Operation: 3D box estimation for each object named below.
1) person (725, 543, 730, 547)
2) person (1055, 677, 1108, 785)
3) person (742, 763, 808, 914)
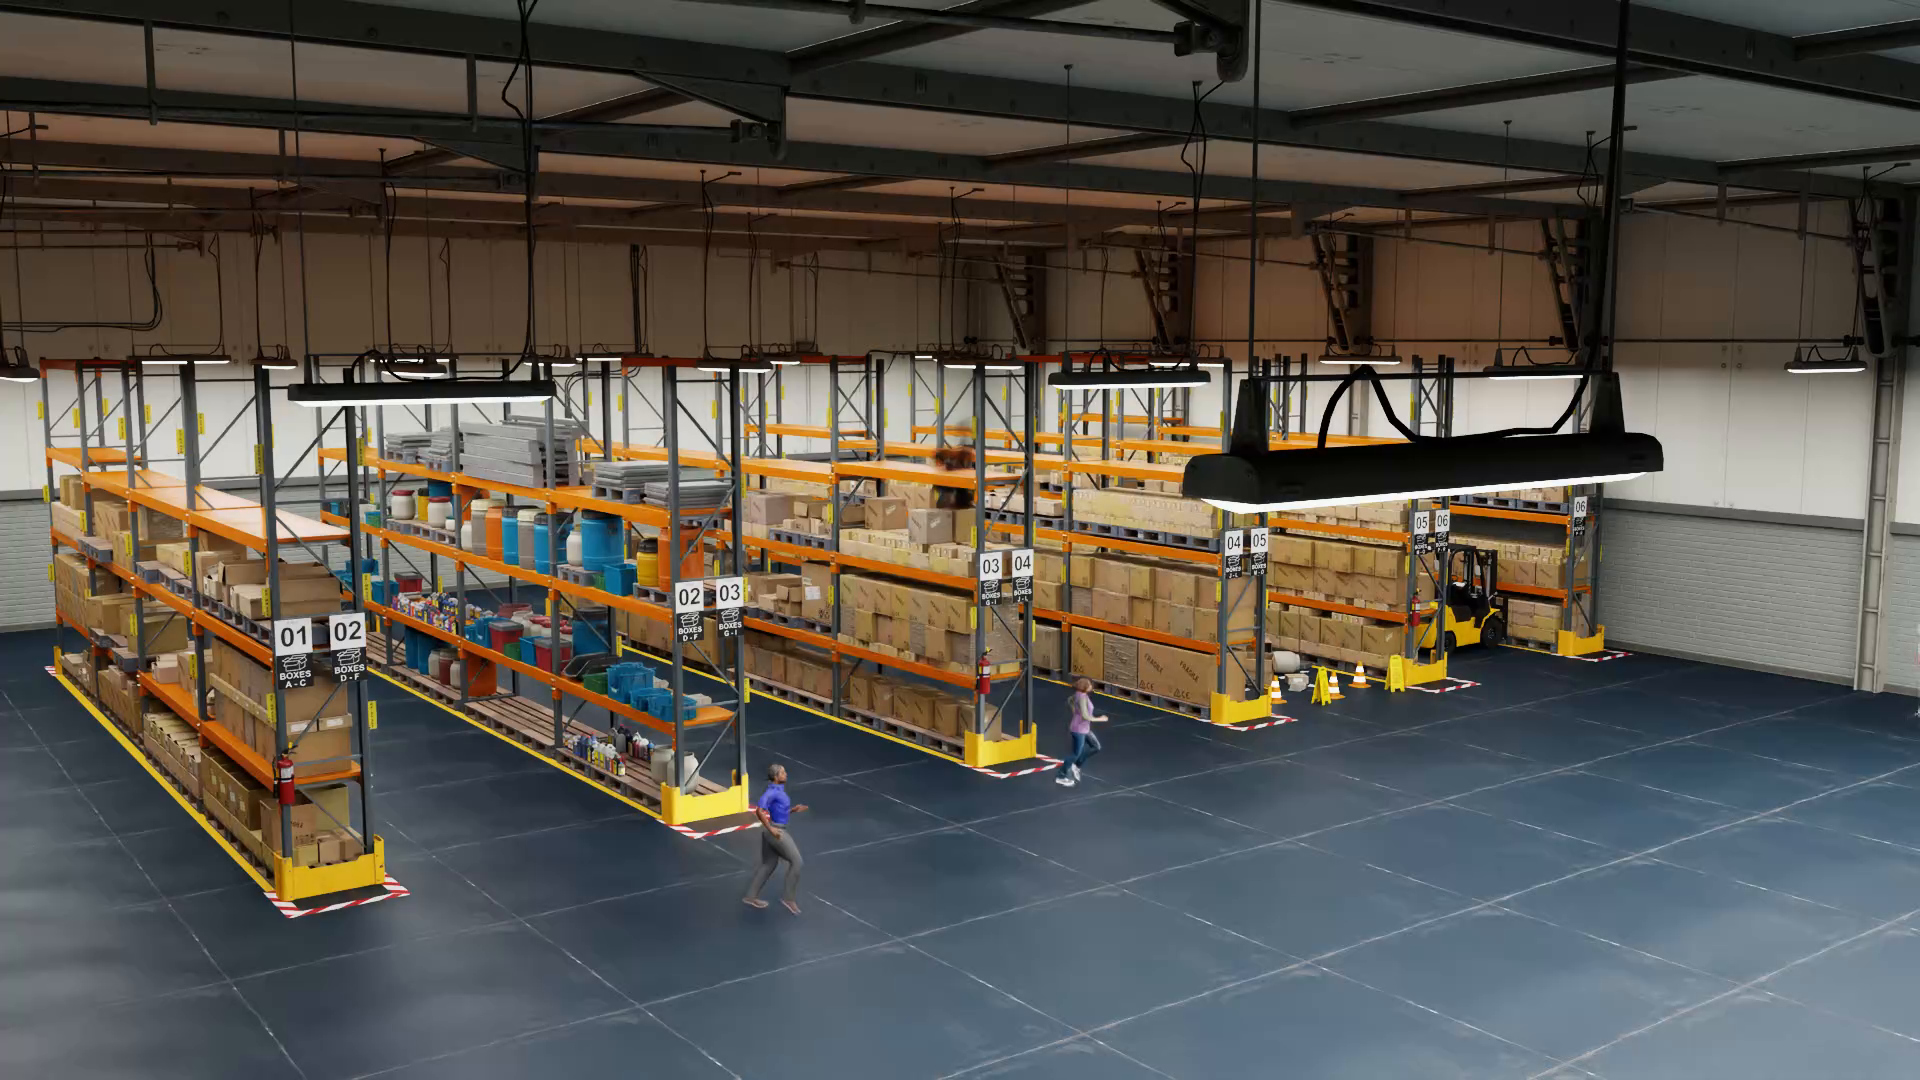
[{"bbox_3d":[-5.469,0.904,38.599,0.608,1.683,0.675,-6,9,-39],"label":"person"},{"bbox_3d":[1.737,2.708,23.673,0.745,1.552,0.563,1,7,7],"label":"person"},{"bbox_3d":[-2.038,3.318,18.428,0.741,1.716,0.555,-2,7,-14],"label":"person"}]
